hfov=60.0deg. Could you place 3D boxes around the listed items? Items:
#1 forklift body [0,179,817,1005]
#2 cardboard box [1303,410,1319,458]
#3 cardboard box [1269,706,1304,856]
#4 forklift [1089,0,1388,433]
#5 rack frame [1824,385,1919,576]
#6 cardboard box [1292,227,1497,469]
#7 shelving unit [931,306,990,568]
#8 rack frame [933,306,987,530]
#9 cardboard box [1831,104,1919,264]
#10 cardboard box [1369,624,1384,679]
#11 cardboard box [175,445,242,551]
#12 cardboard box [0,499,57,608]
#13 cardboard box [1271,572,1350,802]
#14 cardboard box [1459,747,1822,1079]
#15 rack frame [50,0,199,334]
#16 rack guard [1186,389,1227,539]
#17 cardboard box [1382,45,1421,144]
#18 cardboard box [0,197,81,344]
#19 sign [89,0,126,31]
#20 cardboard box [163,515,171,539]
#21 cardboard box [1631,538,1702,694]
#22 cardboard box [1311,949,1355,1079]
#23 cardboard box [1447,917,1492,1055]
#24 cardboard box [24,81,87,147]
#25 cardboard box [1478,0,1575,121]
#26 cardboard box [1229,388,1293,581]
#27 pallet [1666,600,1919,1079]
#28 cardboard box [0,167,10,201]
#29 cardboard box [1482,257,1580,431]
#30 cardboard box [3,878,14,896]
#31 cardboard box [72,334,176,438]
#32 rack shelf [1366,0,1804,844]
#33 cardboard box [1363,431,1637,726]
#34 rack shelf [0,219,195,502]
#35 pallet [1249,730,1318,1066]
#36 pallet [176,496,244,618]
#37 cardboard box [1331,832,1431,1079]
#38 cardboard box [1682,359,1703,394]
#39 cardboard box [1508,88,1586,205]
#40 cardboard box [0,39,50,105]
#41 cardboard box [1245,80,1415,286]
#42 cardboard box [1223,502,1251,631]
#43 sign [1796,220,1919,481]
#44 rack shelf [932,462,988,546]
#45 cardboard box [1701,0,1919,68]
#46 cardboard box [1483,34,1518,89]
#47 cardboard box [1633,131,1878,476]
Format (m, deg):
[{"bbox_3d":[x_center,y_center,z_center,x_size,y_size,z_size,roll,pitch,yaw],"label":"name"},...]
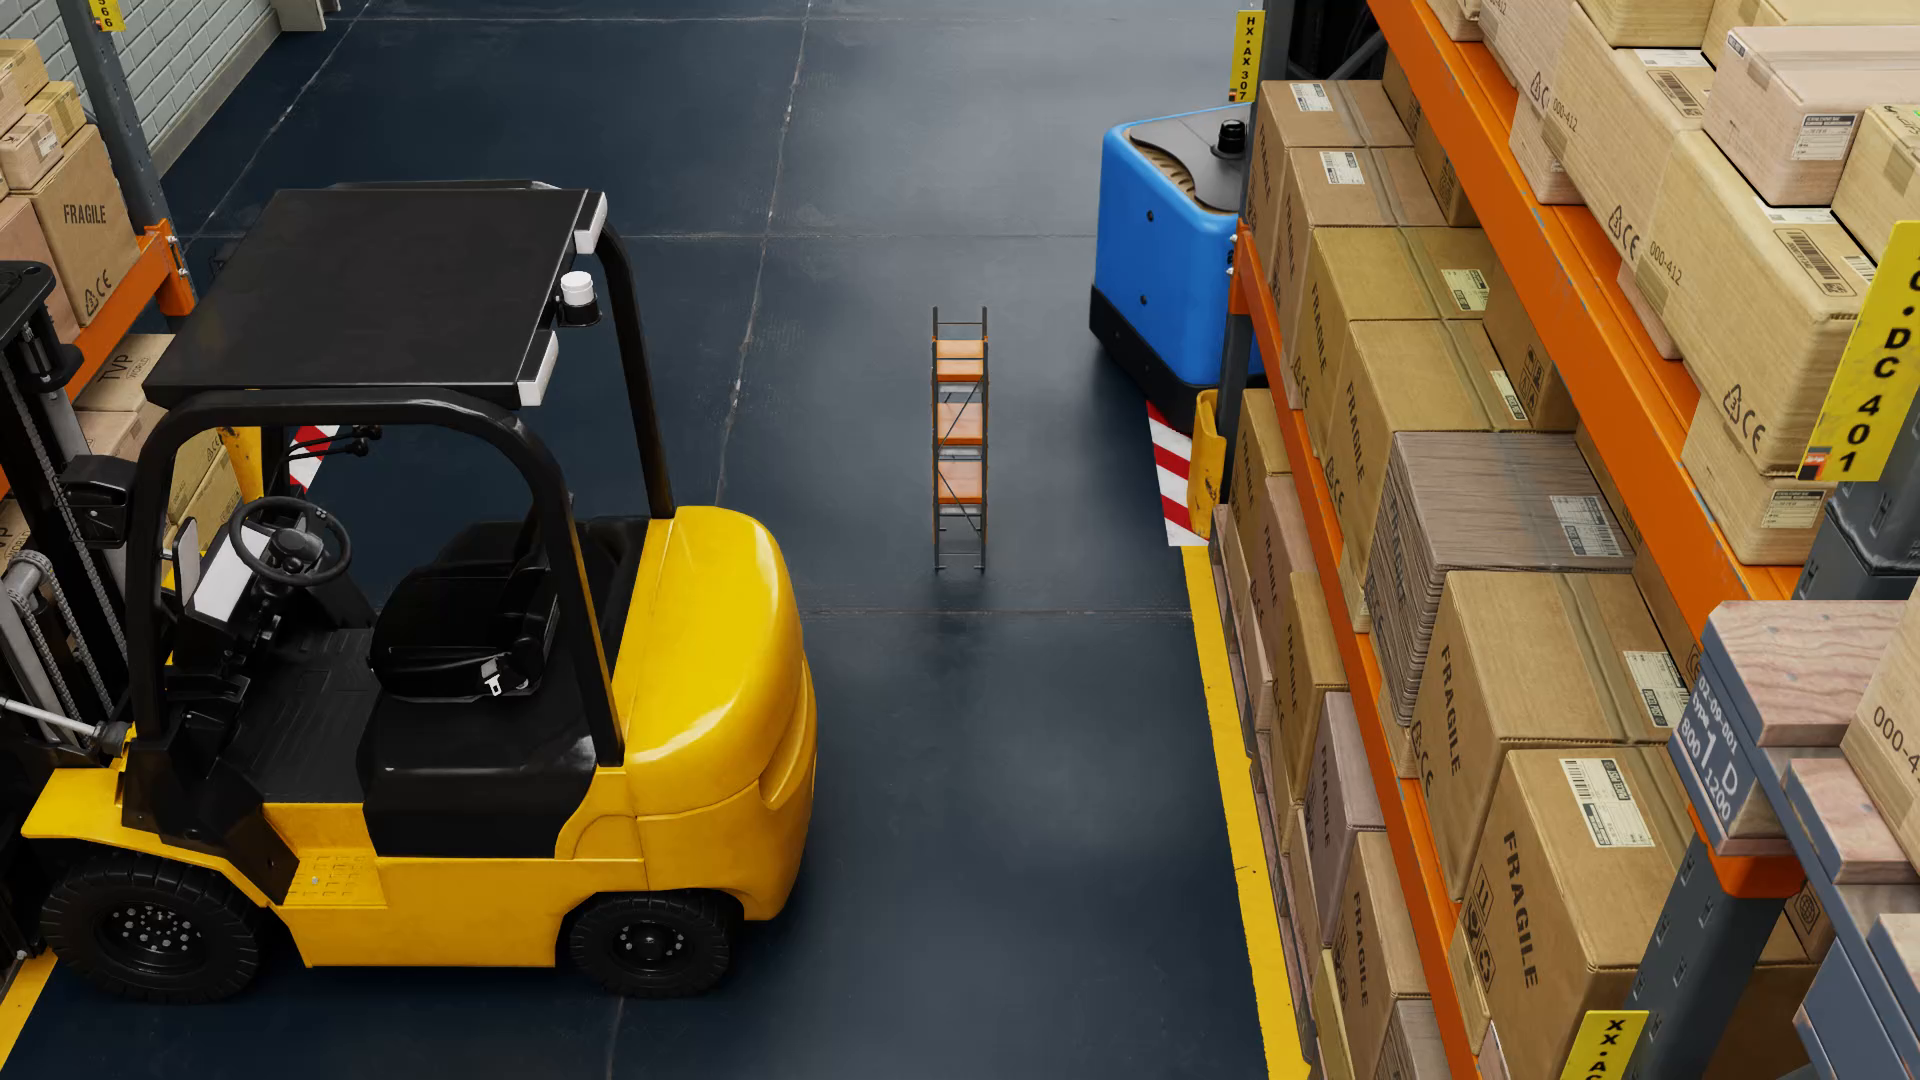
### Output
[{"bbox_3d":[-1.602,0.192,4.790,2.313,2.155,1.214,0,39,0],"label":"forklift body"},{"bbox_3d":[1.250,-0.374,5.020,0.380,0.149,0.250,1,39,1],"label":"cardboard box"},{"bbox_3d":[1.265,0.745,5.285,0.500,0.250,0.500,2,39,3],"label":"cardboard box"},{"bbox_3d":[2.183,-2.180,7.127,3.031,2.935,1.130,-14,41,-17],"label":"forklift"},{"bbox_3d":[1.539,-1.169,1.013,1.000,3.000,0.127,0,39,0],"label":"rack frame"},{"bbox_3d":[1.264,-0.546,4.714,0.500,0.500,0.500,-1,39,-1],"label":"cardboard box"},{"bbox_3d":[0.000,-0.376,6.380,0.215,1.050,0.252,0,39,0],"label":"shelving unit"},{"bbox_3d":[0.000,-0.453,6.475,0.200,1.050,0.008,0,39,0],"label":"rack frame"},{"bbox_3d":[1.321,-0.410,2.027,0.380,0.149,0.250,1,39,1],"label":"cardboard box"},{"bbox_3d":[1.259,0.274,4.210,0.380,0.149,0.250,-1,39,-1],"label":"cardboard box"},{"bbox_3d":[-3.112,-0.121,6.365,0.500,0.250,0.500,0,39,0],"label":"cardboard box"},{"bbox_3d":[-3.099,0.118,5.267,0.500,0.250,0.500,0,39,1],"label":"cardboard box"},{"bbox_3d":[1.257,0.447,5.057,0.500,0.500,0.500,1,39,1],"label":"cardboard box"},{"bbox_3d":[1.290,0.739,3.111,0.500,0.500,0.500,-1,39,-1],"label":"cardboard box"},{"bbox_3d":[-3.429,-1.323,6.003,1.000,3.000,0.127,0,39,0],"label":"rack frame"},{"bbox_3d":[1.535,-0.306,6.733,1.175,0.500,0.348,0,39,0],"label":"rack guard"},{"bbox_3d":[1.754,-1.555,5.175,0.700,0.500,0.500,-1,39,-1],"label":"cardboard box"},{"bbox_3d":[-3.174,-0.730,5.183,0.500,0.500,0.500,1,39,1],"label":"cardboard box"},{"bbox_3d":[-2.886,-1.859,5.556,0.100,0.325,0.005,0,39,0],"label":"sign"},{"bbox_3d":[-3.126,0.008,5.804,0.500,0.250,0.500,0,39,0],"label":"cardboard box"},{"bbox_3d":[1.777,0.032,3.194,0.700,0.500,0.500,0,39,0],"label":"cardboard box"},{"bbox_3d":[1.259,1.379,4.494,0.500,0.250,0.500,-1,39,-1],"label":"cardboard box"},{"bbox_3d":[1.227,0.913,3.413,0.380,0.149,0.250,1,39,1],"label":"cardboard box"},{"bbox_3d":[-3.148,-1.399,5.498,0.380,0.149,0.250,0,39,1],"label":"cardboard box"},{"bbox_3d":[1.282,-0.967,3.041,0.500,0.250,0.500,-1,39,-1],"label":"cardboard box"},{"bbox_3d":[1.260,-0.193,5.856,0.500,0.500,0.500,-1,39,-2],"label":"cardboard box"},{"bbox_3d":[1.434,0.461,1.528,1.213,0.211,1.003,0,39,0],"label":"pallet"},{"bbox_3d":[-3.179,-1.077,5.096,0.380,0.149,0.250,1,39,1],"label":"cardboard box"},{"bbox_3d":[1.712,-0.608,3.993,0.700,0.500,0.500,0,39,0],"label":"cardboard box"},{"bbox_3d":[-3.107,0.828,5.181,0.500,0.250,0.500,1,39,1],"label":"cardboard box"},{"bbox_3d":[-3.117,-0.517,6.060,0.500,0.250,0.500,1,39,1],"label":"cardboard box"},{"bbox_3d":[1.537,-0.968,3.736,1.077,0.370,4.000,0,39,0],"label":"rack shelf"},{"bbox_3d":[1.278,0.093,3.918,0.500,0.500,0.500,1,39,1],"label":"cardboard box"},{"bbox_3d":[-3.427,0.208,4.667,1.077,0.370,4.000,0,39,0],"label":"rack shelf"},{"bbox_3d":[1.499,1.075,5.239,1.003,0.211,1.213,0,39,0],"label":"pallet"},{"bbox_3d":[-3.386,0.243,6.278,1.003,0.211,1.213,0,39,0],"label":"pallet"},{"bbox_3d":[1.268,1.101,4.241,0.500,0.500,0.500,1,39,1],"label":"cardboard box"},{"bbox_3d":[1.322,-0.255,2.472,0.380,0.149,0.250,0,39,0],"label":"cardboard box"},{"bbox_3d":[1.247,-0.741,3.078,0.380,0.149,0.250,1,39,1],"label":"cardboard box"},{"bbox_3d":[-3.218,-1.508,5.396,0.380,0.149,0.250,0,39,0],"label":"cardboard box"},{"bbox_3d":[1.258,-1.188,5.516,0.500,0.500,0.500,-1,39,-1],"label":"cardboard box"},{"bbox_3d":[1.259,0.084,6.109,0.500,0.250,0.500,0,39,0],"label":"cardboard box"},{"bbox_3d":[0.997,-0.195,1.783,0.100,0.325,0.005,0,39,0],"label":"sign"},{"bbox_3d":[0.000,-0.151,6.560,0.215,0.259,0.240,0,39,0],"label":"rack shelf"},{"bbox_3d":[1.333,-0.735,2.433,0.380,0.149,0.250,1,39,1],"label":"cardboard box"},{"bbox_3d":[1.328,-1.064,3.482,0.380,0.149,0.250,0,39,0],"label":"cardboard box"},{"bbox_3d":[1.270,-0.333,2.250,0.500,0.250,0.500,0,39,0],"label":"cardboard box"}]
